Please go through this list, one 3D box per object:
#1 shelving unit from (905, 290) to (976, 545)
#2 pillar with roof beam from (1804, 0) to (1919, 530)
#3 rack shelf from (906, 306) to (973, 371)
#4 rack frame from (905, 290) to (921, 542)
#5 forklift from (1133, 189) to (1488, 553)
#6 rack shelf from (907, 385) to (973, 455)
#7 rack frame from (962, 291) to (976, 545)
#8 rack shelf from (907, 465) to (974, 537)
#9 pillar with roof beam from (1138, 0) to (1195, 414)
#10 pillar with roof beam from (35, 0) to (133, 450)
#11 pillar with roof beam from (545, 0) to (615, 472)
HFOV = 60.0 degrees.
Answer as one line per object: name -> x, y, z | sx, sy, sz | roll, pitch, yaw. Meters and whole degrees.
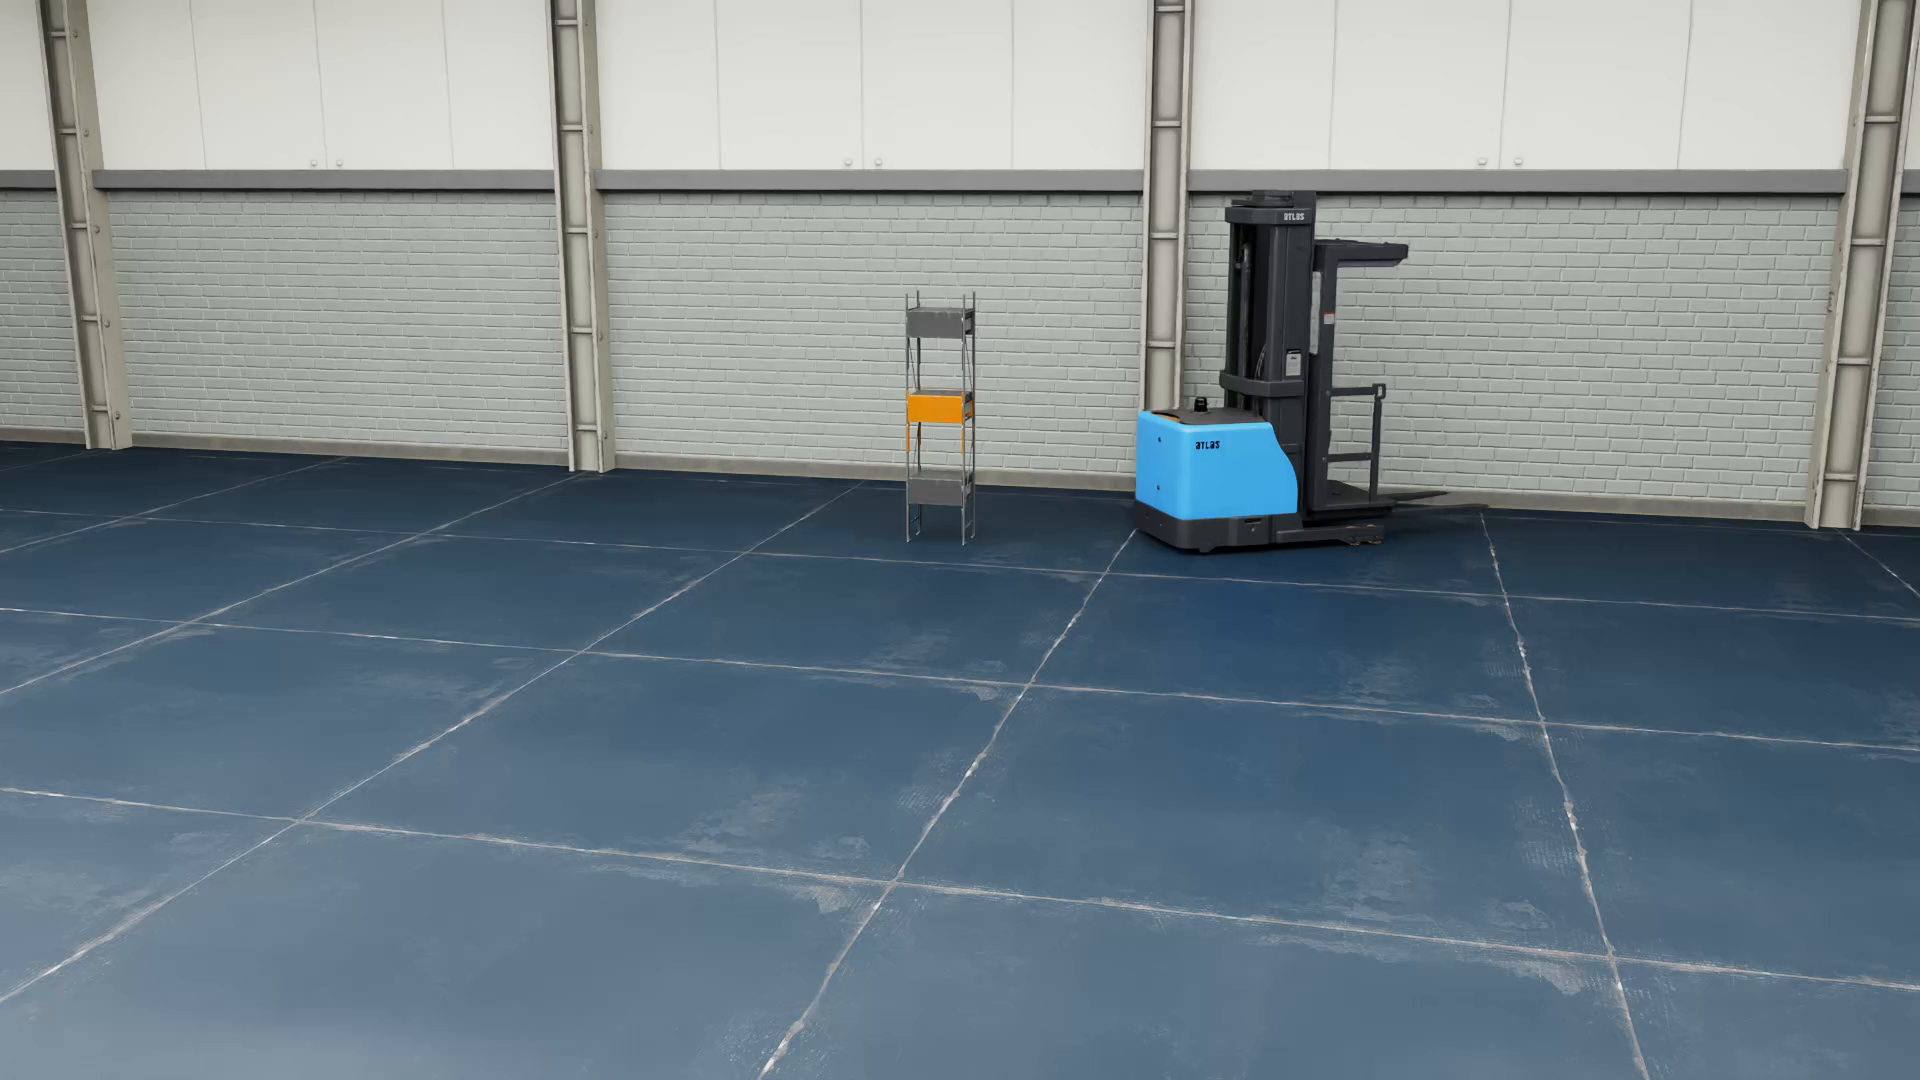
shelving unit -> -0.161, -1.034, 14.045 | 0.503, 2.100, 0.431 | 3, 13, 14
pillar with roof beam -> 6.729, -3.615, 9.753 | 0.400, 9.000, 9.100 | 3, 13, 14
rack shelf -> -0.161, -1.704, 13.896 | 0.480, 0.518, 0.431 | 3, 13, 14
rack frame -> -0.398, -1.046, 14.102 | 0.015, 2.100, 0.400 | 3, 13, 14
forklift -> 3.084, -1.488, 14.174 | 3.031, 2.935, 1.130 | -4, 13, -17
rack shelf -> -0.161, -1.020, 14.048 | 0.480, 0.518, 0.431 | 3, 13, 14
rack frame -> 0.076, -1.021, 13.988 | 0.015, 2.100, 0.400 | 3, 13, 14
rack shelf -> -0.161, -0.337, 14.200 | 0.480, 0.518, 0.431 | 3, 13, 14
pillar with roof beam -> 0.904, -3.927, 11.156 | 0.400, 9.000, 9.100 | 3, 13, 14
pillar with roof beam -> -10.747, -4.549, 13.963 | 0.400, 9.000, 9.100 | 3, 13, 14
pillar with roof beam -> -4.922, -4.238, 12.559 | 0.400, 9.000, 9.100 | 3, 13, 14
